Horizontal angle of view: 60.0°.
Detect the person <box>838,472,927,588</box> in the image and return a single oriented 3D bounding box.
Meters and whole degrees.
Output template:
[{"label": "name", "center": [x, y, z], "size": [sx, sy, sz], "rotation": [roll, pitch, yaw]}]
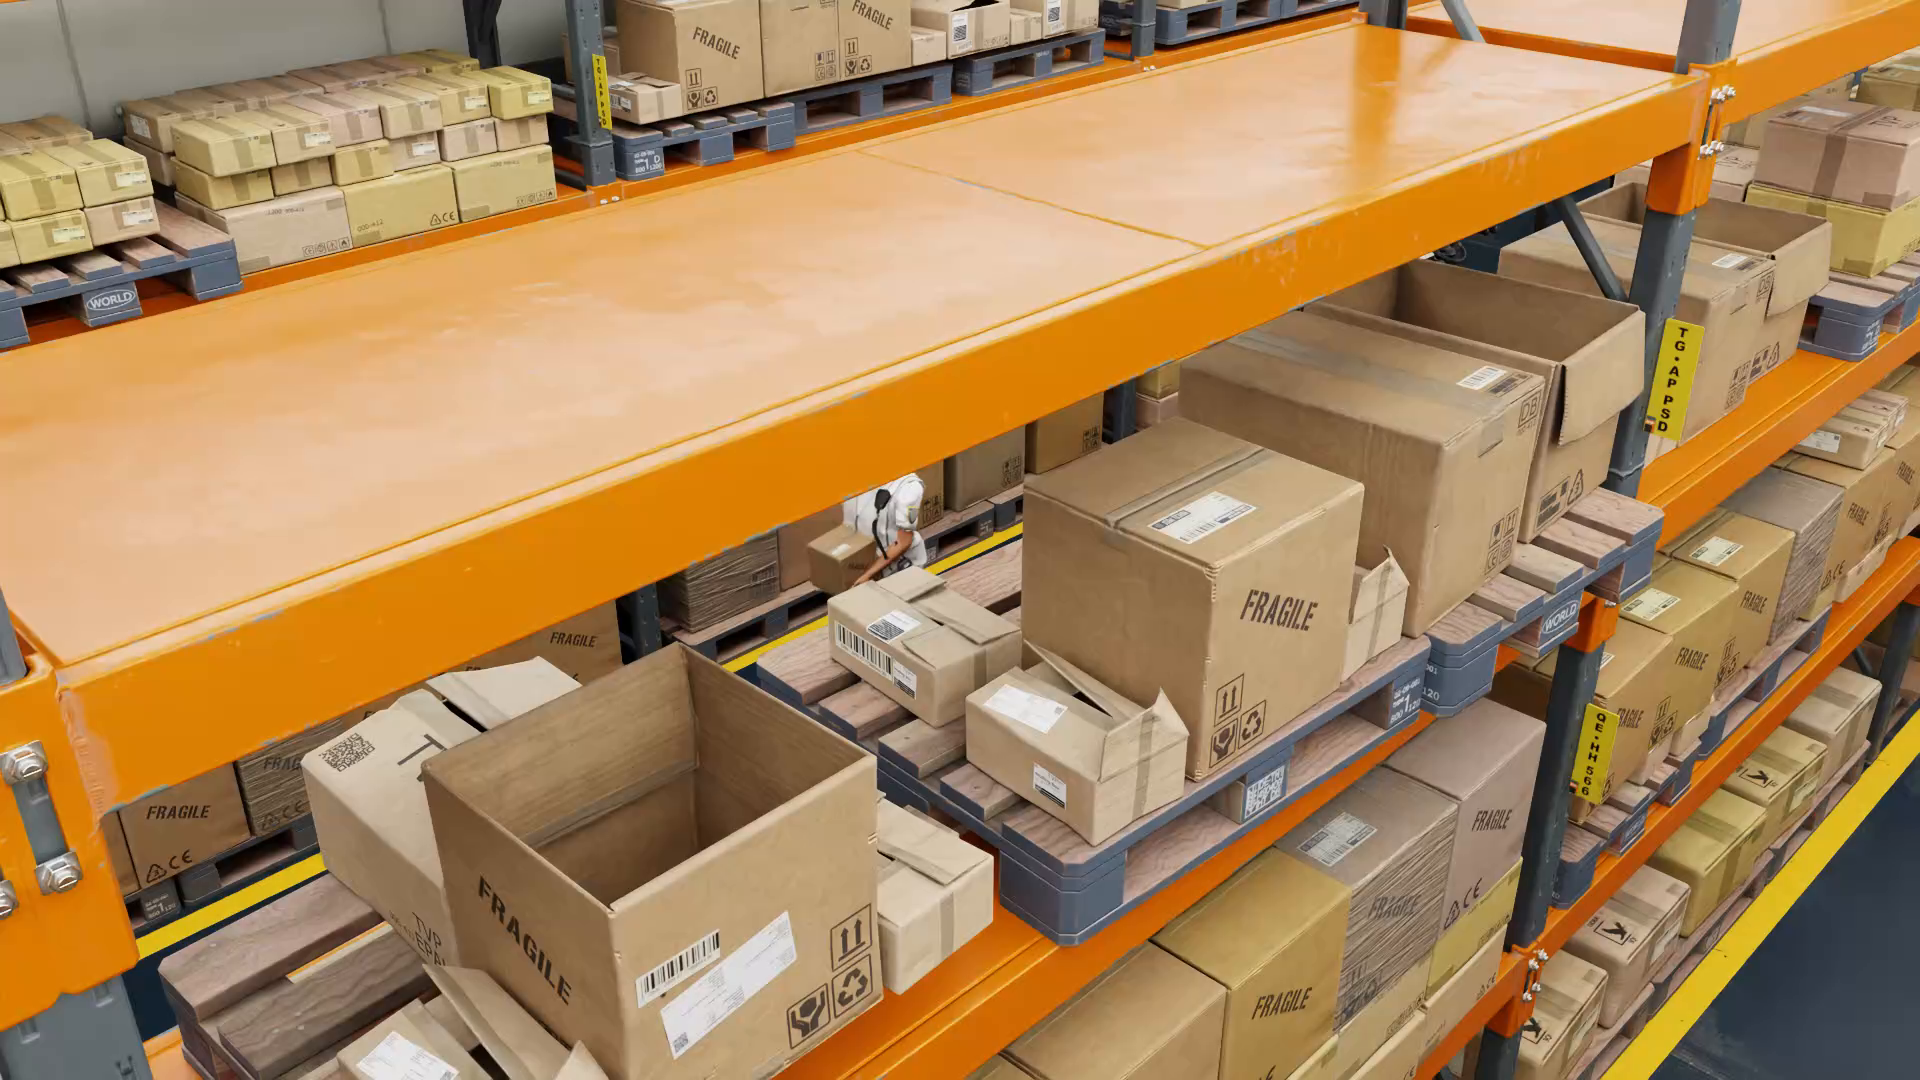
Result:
[{"label": "person", "center": [-0.446, 0.172, 8.575], "size": [0.471, 1.664, 0.536], "rotation": [25, 37, 38]}]
